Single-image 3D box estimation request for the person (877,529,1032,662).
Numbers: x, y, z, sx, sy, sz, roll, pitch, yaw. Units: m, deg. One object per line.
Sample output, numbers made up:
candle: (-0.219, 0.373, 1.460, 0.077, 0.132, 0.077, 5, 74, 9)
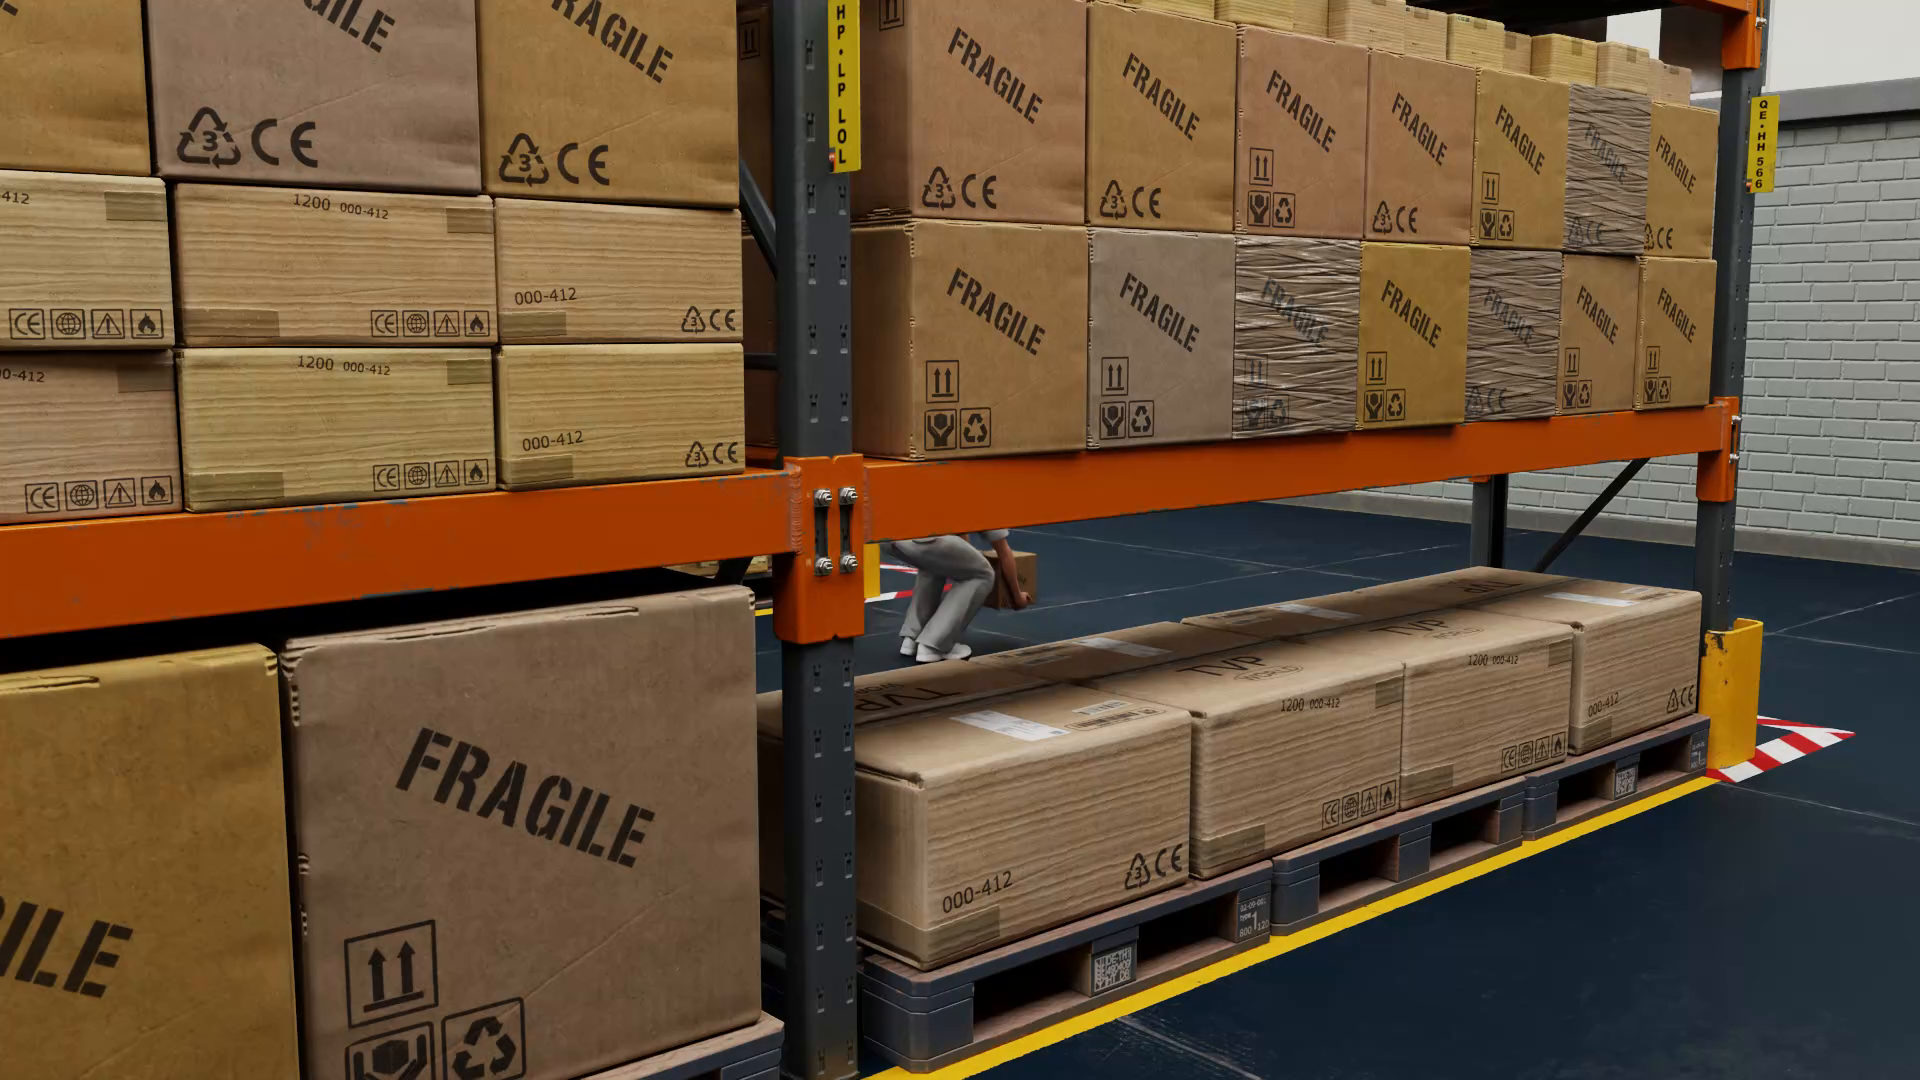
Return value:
person: (-0.034, 0.078, 7.998, 0.854, 0.949, 0.449, -7, 10, -43)
